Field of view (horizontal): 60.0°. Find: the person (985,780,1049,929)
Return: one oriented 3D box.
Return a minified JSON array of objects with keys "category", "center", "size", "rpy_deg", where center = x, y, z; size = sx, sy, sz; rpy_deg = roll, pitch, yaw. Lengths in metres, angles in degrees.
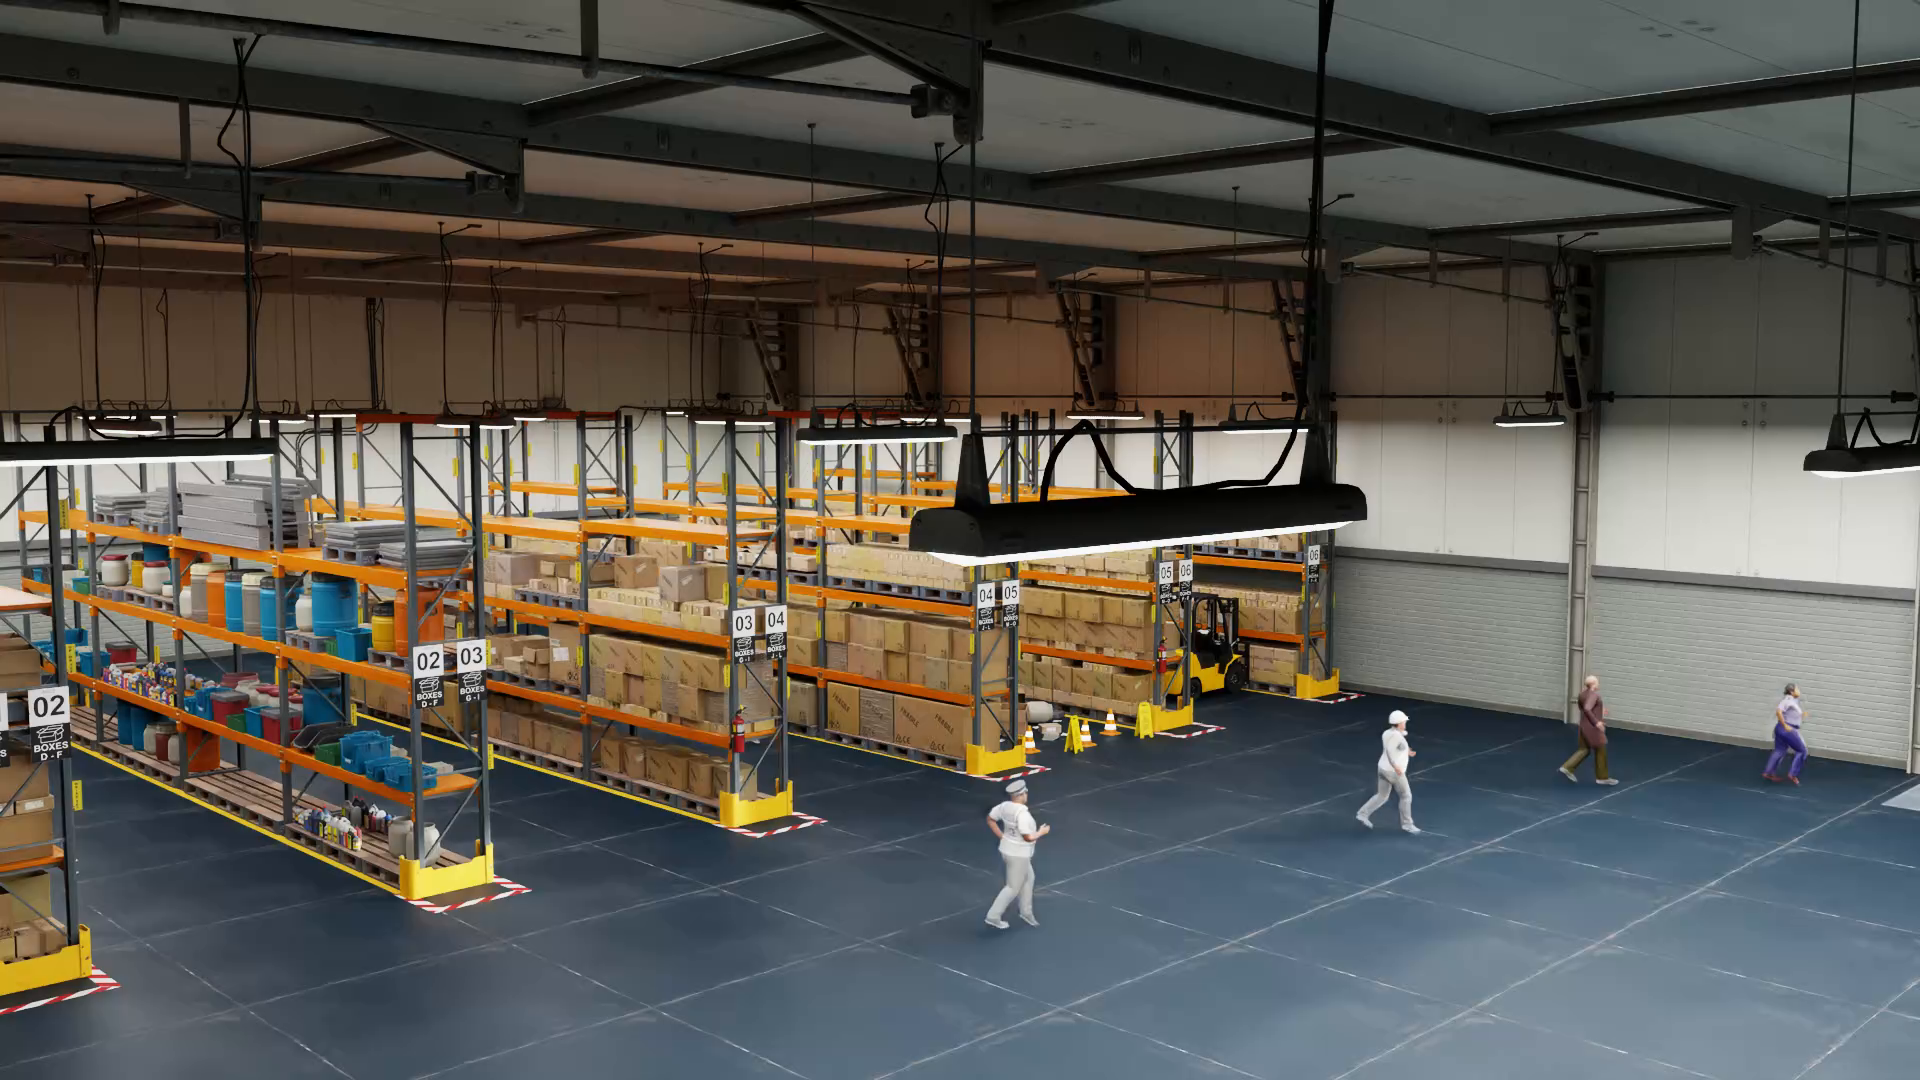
[{"category":"person","center":[0.658,3.751,19.638],"size":[0.819,1.852,0.643],"rpy_deg":[-2,5,-21]}]

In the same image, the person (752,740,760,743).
[{"category":"person","center":[-3.861,2.923,30.503],"size":[0.598,1.566,0.537],"rpy_deg":[5,7,43]}]

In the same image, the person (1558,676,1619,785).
[{"category":"person","center":[10.211,3.078,26.947],"size":[0.962,1.768,0.715],"rpy_deg":[0,5,-4]}]

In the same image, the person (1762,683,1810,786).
[{"category":"person","center":[13.505,3.180,27.137],"size":[0.726,1.707,0.572],"rpy_deg":[1,5,10]}]

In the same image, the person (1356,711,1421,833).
[{"category":"person","center":[6.214,3.357,24.058],"size":[0.953,1.783,0.617],"rpy_deg":[-1,5,-13]}]
